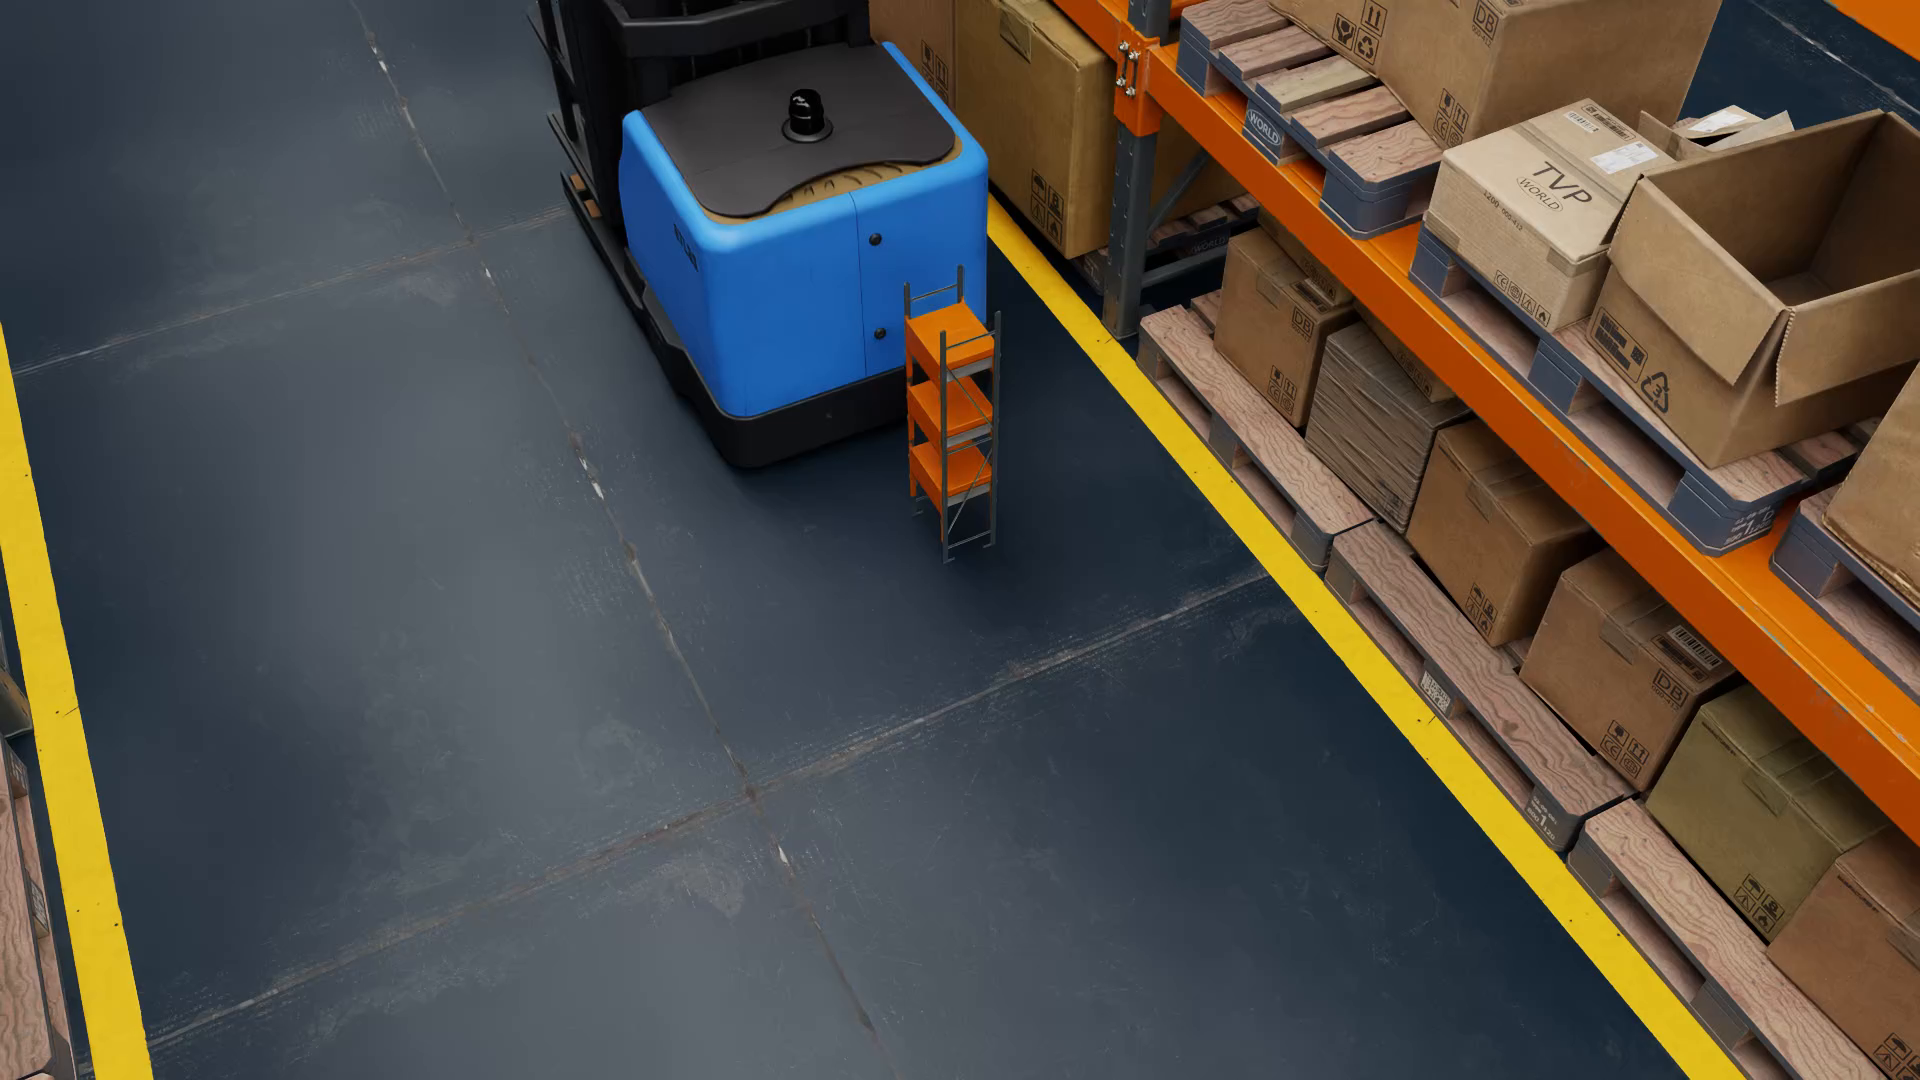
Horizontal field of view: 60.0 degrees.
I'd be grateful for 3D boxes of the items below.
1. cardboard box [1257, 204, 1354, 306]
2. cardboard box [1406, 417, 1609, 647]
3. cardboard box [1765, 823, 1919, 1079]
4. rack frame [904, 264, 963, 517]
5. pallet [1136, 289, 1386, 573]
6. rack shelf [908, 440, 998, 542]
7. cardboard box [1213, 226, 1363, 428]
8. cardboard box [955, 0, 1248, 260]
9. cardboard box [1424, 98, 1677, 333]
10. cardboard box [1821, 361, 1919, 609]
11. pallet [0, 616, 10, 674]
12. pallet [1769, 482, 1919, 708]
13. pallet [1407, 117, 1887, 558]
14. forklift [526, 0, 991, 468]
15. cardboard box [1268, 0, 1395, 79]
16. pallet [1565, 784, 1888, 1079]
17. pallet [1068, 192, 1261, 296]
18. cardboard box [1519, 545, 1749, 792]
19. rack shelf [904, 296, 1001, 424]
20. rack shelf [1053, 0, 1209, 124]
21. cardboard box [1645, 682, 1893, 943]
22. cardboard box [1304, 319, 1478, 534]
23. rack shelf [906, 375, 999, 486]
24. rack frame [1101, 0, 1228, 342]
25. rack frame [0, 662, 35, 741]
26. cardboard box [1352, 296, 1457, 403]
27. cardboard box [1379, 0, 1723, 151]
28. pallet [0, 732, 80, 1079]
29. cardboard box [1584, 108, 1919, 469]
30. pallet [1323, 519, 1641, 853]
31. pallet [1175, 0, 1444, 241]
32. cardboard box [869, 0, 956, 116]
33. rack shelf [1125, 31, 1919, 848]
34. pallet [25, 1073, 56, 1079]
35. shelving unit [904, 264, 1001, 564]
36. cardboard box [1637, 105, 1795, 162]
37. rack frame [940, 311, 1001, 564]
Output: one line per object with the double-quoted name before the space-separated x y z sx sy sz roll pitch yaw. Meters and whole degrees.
"cardboard box" 1.356 -1.095 5.585 0.500 0.250 0.500 -19 52 -16
"cardboard box" 1.878 -0.101 5.214 0.700 0.500 0.500 -17 51 -15
"cardboard box" 2.591 0.973 4.275 0.700 0.500 0.500 -25 53 -20
"rack frame" -0.080 -0.463 5.458 0.200 1.050 0.008 -21 52 -18
"pallet" 1.379 -0.523 6.067 1.003 0.211 1.213 -21 52 -18
"rack shelf" -0.024 -0.192 5.603 0.215 0.259 0.240 -21 52 -18
"cardboard box" 1.347 -0.844 5.864 0.700 0.500 0.500 -24 53 -19
"cardboard box" 0.725 -1.872 6.527 1.225 0.875 0.875 -23 53 -19
"cardboard box" 1.585 -0.852 4.323 0.500 0.250 0.500 -23 53 -19
"cardboard box" 2.614 -0.203 3.257 1.000 1.000 1.000 -21 52 -17
"pallet" -3.779 0.147 5.482 1.003 0.211 1.213 -21 52 -18
"pallet" 2.633 0.215 3.697 1.003 0.211 1.213 -21 52 -18
"pallet" 1.965 -0.590 4.401 1.003 0.211 1.213 -21 52 -18
"forklift" -0.998 -2.340 5.849 1.130 2.935 3.031 -21 52 -17
"cardboard box" 1.305 -1.788 4.975 0.500 0.500 0.500 -27 54 -22
"pallet" 2.495 1.111 4.638 1.003 0.211 1.213 -21 52 -18
"pallet" 0.729 -1.600 7.009 1.003 0.211 1.213 -21 52 -18
"cardboard box" 2.133 0.273 4.887 0.700 0.500 0.500 -25 53 -21
"rack shelf" -0.024 -0.561 5.181 0.215 0.259 0.240 -21 52 -18
"rack shelf" 0.107 -3.066 6.917 1.077 0.370 4.000 -21 52 -18
"cardboard box" 2.390 0.647 4.560 0.700 0.500 0.500 -21 52 -18
"cardboard box" 1.612 -0.478 5.543 0.700 0.500 0.500 -25 53 -20
"rack shelf" -0.024 -0.374 5.394 0.215 0.259 0.240 -21 52 -18
"rack frame" 1.023 -1.964 5.475 1.000 3.000 0.127 -21 52 -18
"rack frame" -3.381 -0.258 3.983 1.000 3.000 0.127 -21 52 -18
"cardboard box" 1.608 -0.743 5.277 0.500 0.250 0.500 -16 51 -13
"cardboard box" 1.650 -1.448 4.679 0.700 0.500 0.500 -14 50 -12
"pallet" -3.061 1.192 4.567 1.003 0.211 1.213 -21 52 -18
"cardboard box" 1.978 -0.588 3.924 0.797 0.503 0.637 -16 51 -14
"pallet" 1.933 0.293 5.354 1.003 0.211 1.213 -21 52 -18
"pallet" 1.443 -1.461 5.162 1.213 0.211 1.003 -21 52 -18
"cardboard box" 0.324 -2.471 7.051 1.225 0.875 0.875 -21 52 -17
"rack shelf" 1.938 -0.389 4.575 1.077 0.370 4.000 -21 52 -18
"pallet" -2.507 2.007 3.854 1.003 0.211 1.213 -21 52 -18
"shelving unit" -0.024 -0.381 5.386 0.215 1.050 0.252 -21 52 -18
"cardboard box" 2.026 -1.035 4.473 0.396 0.266 0.258 -23 53 -19
"rack frame" 0.031 -0.300 5.315 0.200 1.050 0.008 -21 52 -18
